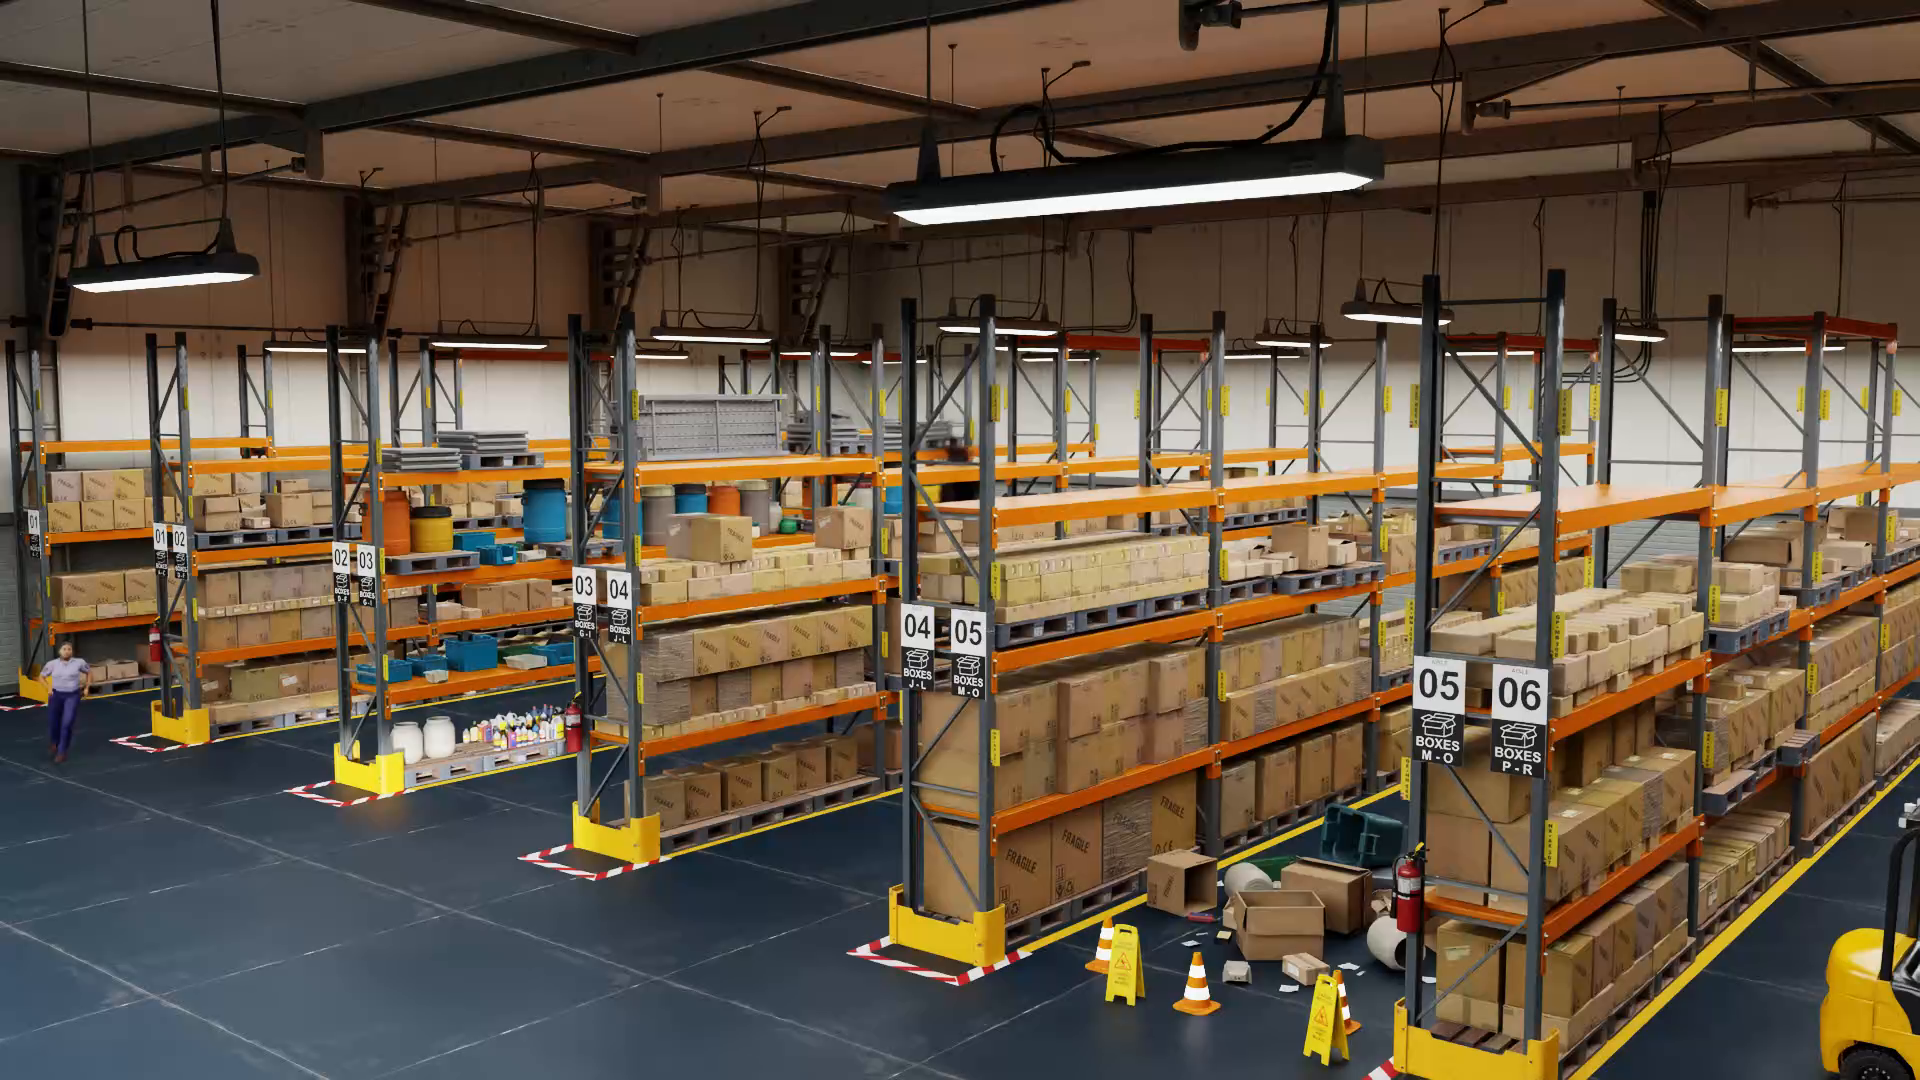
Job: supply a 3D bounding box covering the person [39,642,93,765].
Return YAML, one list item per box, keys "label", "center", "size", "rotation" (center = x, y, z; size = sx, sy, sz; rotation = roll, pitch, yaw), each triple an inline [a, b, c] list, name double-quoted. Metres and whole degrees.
- label: "person"
  center: [-12.553, 2.259, 23.342]
  size: [0.654, 1.674, 0.850]
  rotation: [-2, 5, -18]
